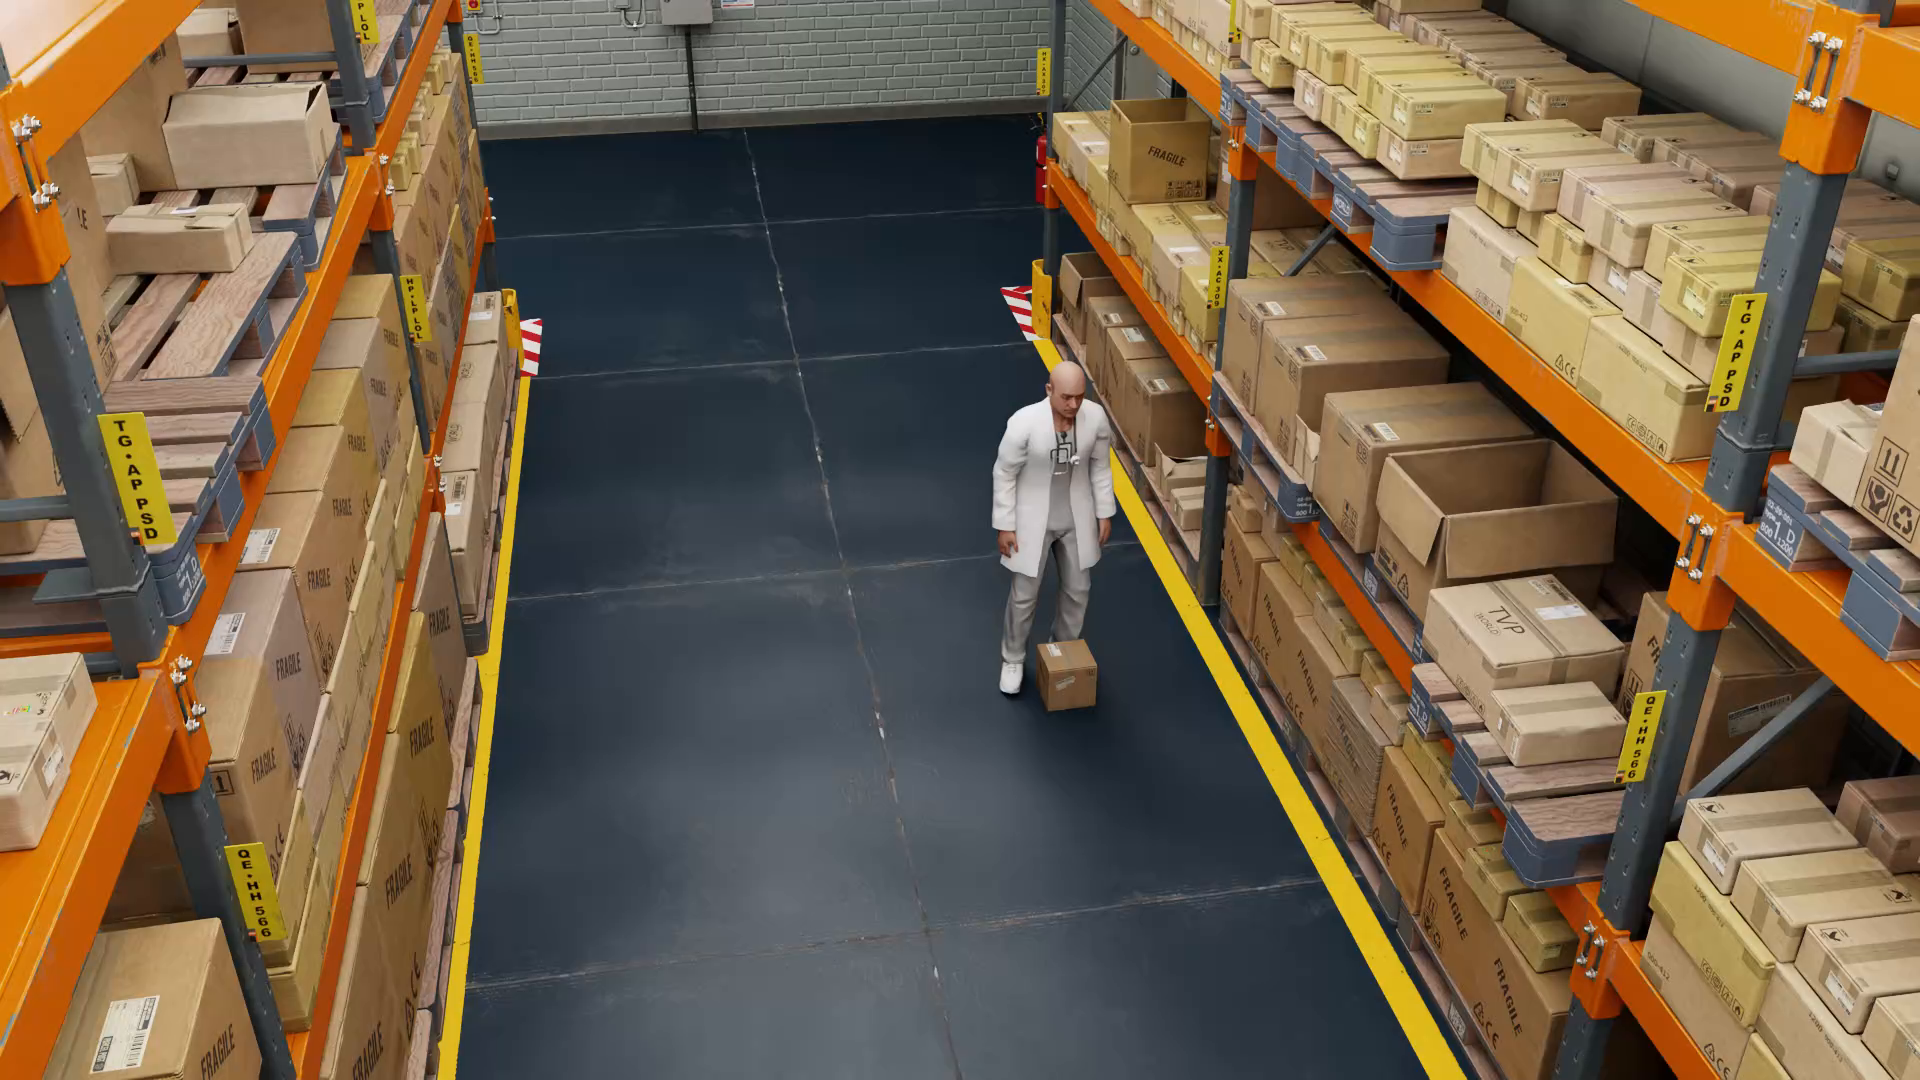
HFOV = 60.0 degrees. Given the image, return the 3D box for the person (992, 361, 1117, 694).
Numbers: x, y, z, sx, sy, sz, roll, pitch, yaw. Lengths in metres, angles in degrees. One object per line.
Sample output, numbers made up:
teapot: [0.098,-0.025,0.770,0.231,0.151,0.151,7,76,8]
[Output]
person: [0.473,-0.085,8.304,0.649,1.772,0.433,-8,31,-13]
